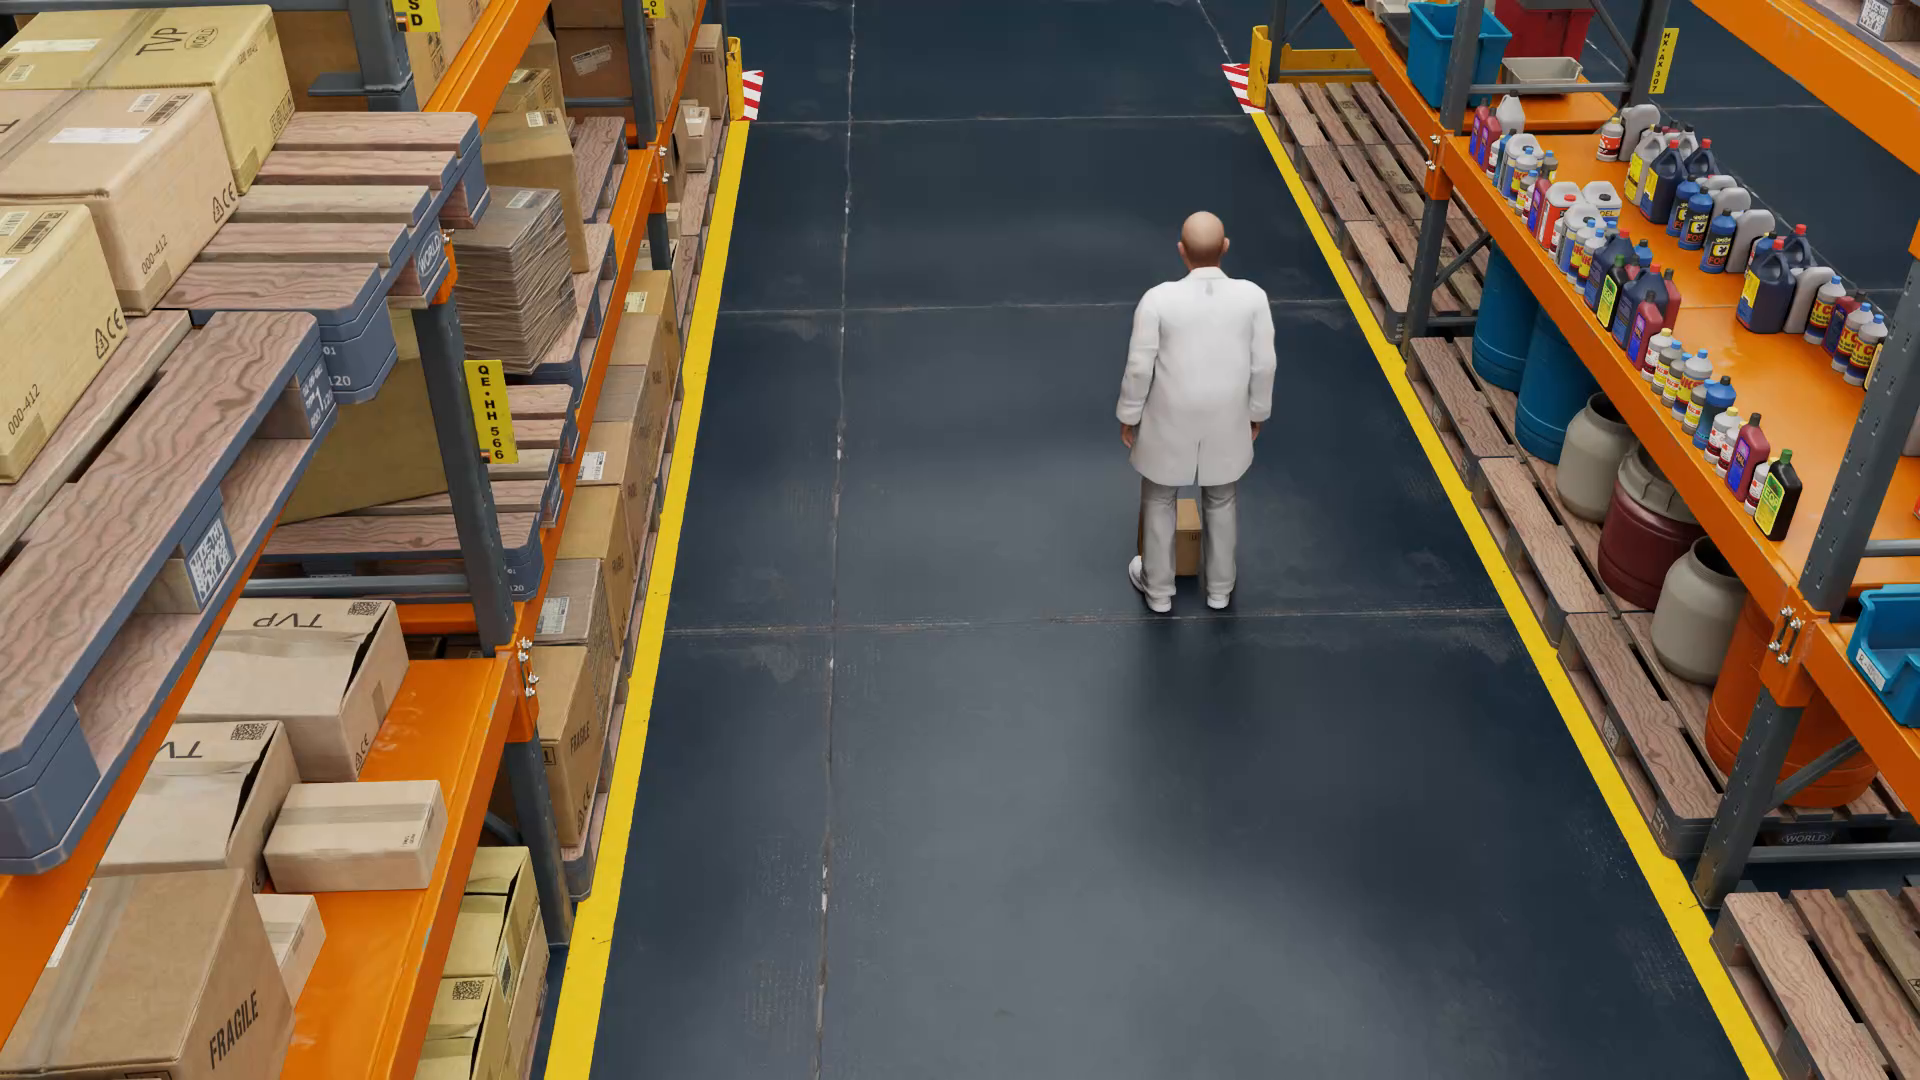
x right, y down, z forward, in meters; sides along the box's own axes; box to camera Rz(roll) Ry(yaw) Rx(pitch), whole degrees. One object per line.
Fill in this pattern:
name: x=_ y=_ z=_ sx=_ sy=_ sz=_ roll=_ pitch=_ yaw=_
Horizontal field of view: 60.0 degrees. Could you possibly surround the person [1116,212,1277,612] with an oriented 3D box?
person: x=0.966 y=-0.502 z=6.880 sx=0.642 sy=1.774 sz=0.420 roll=-2 pitch=35 yaw=-2
